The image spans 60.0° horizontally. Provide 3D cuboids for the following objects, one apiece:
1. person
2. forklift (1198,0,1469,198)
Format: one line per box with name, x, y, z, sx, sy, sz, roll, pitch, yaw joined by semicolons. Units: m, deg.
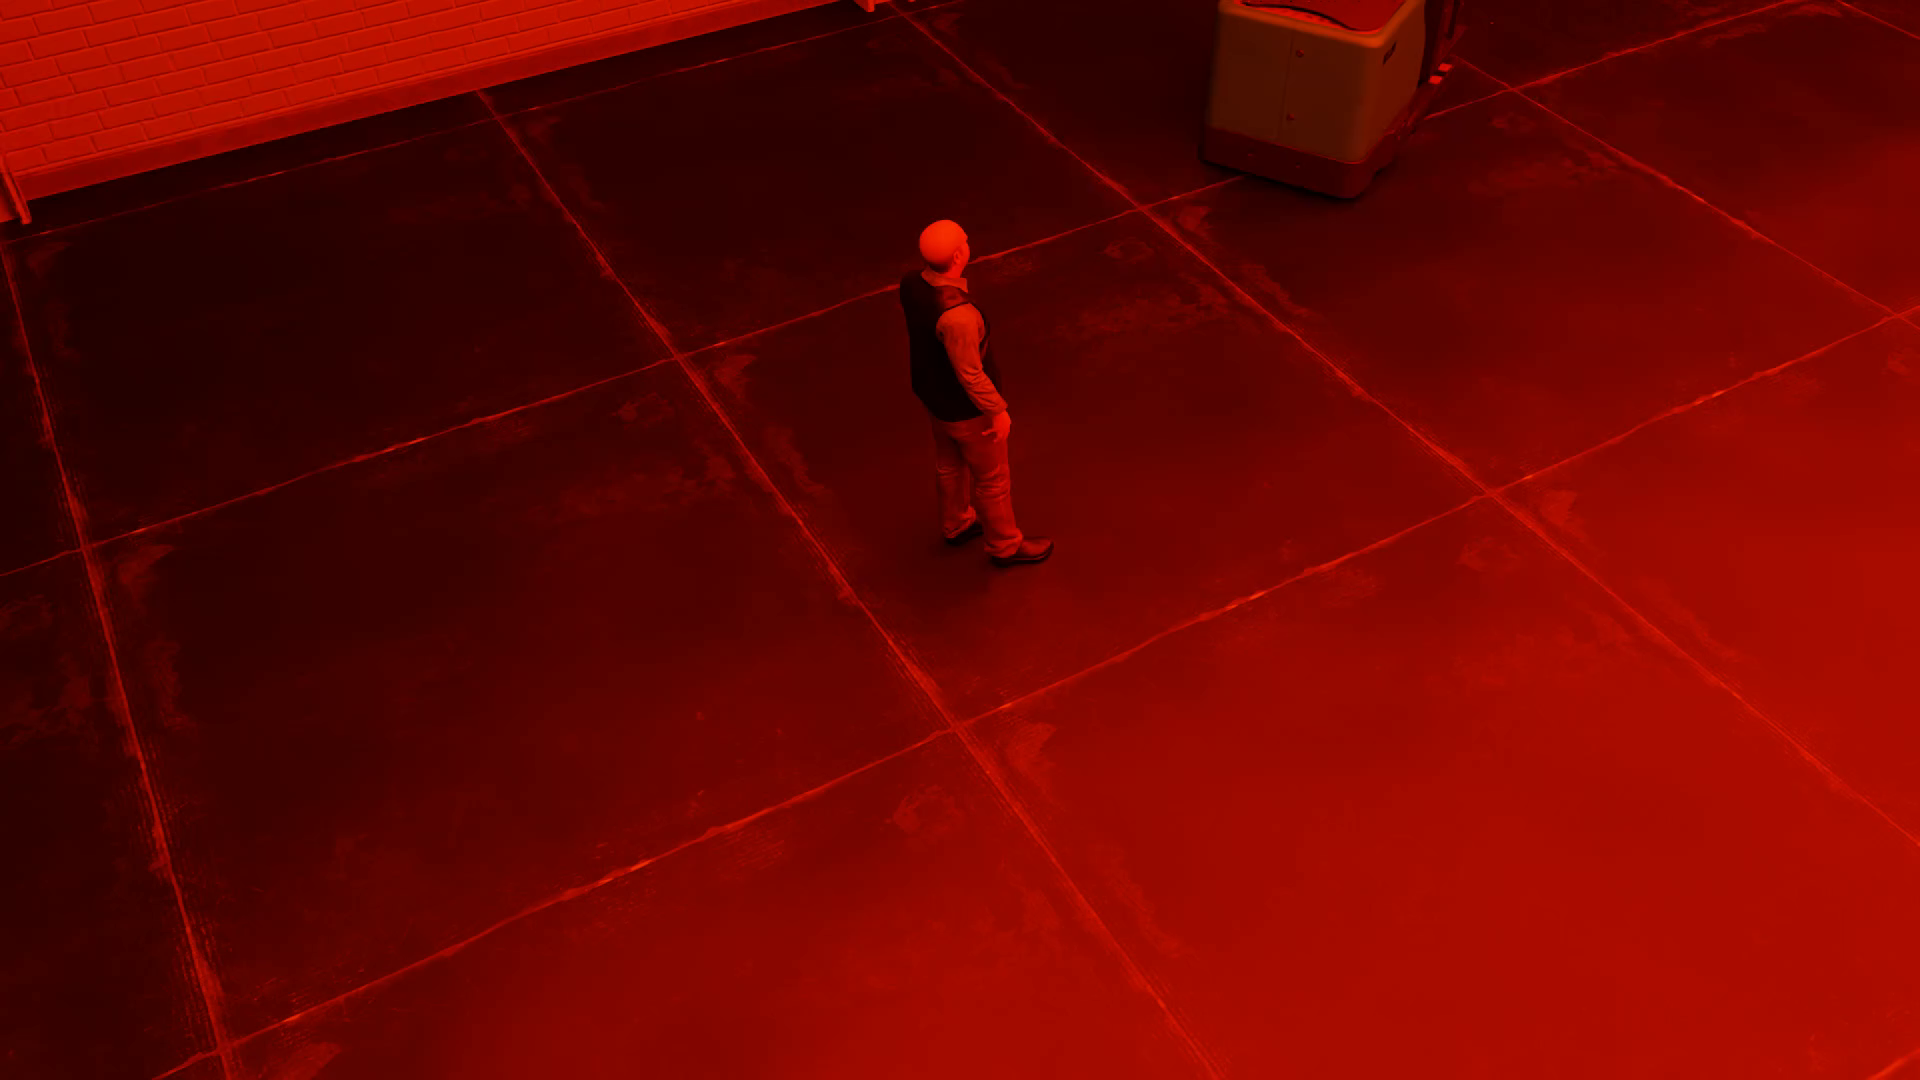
person;0.058;-0.653;7.280;0.568;1.720;0.632;-21;47;-21
forklift;2.648;-4.110;10.129;1.130;2.935;3.031;21;47;21
